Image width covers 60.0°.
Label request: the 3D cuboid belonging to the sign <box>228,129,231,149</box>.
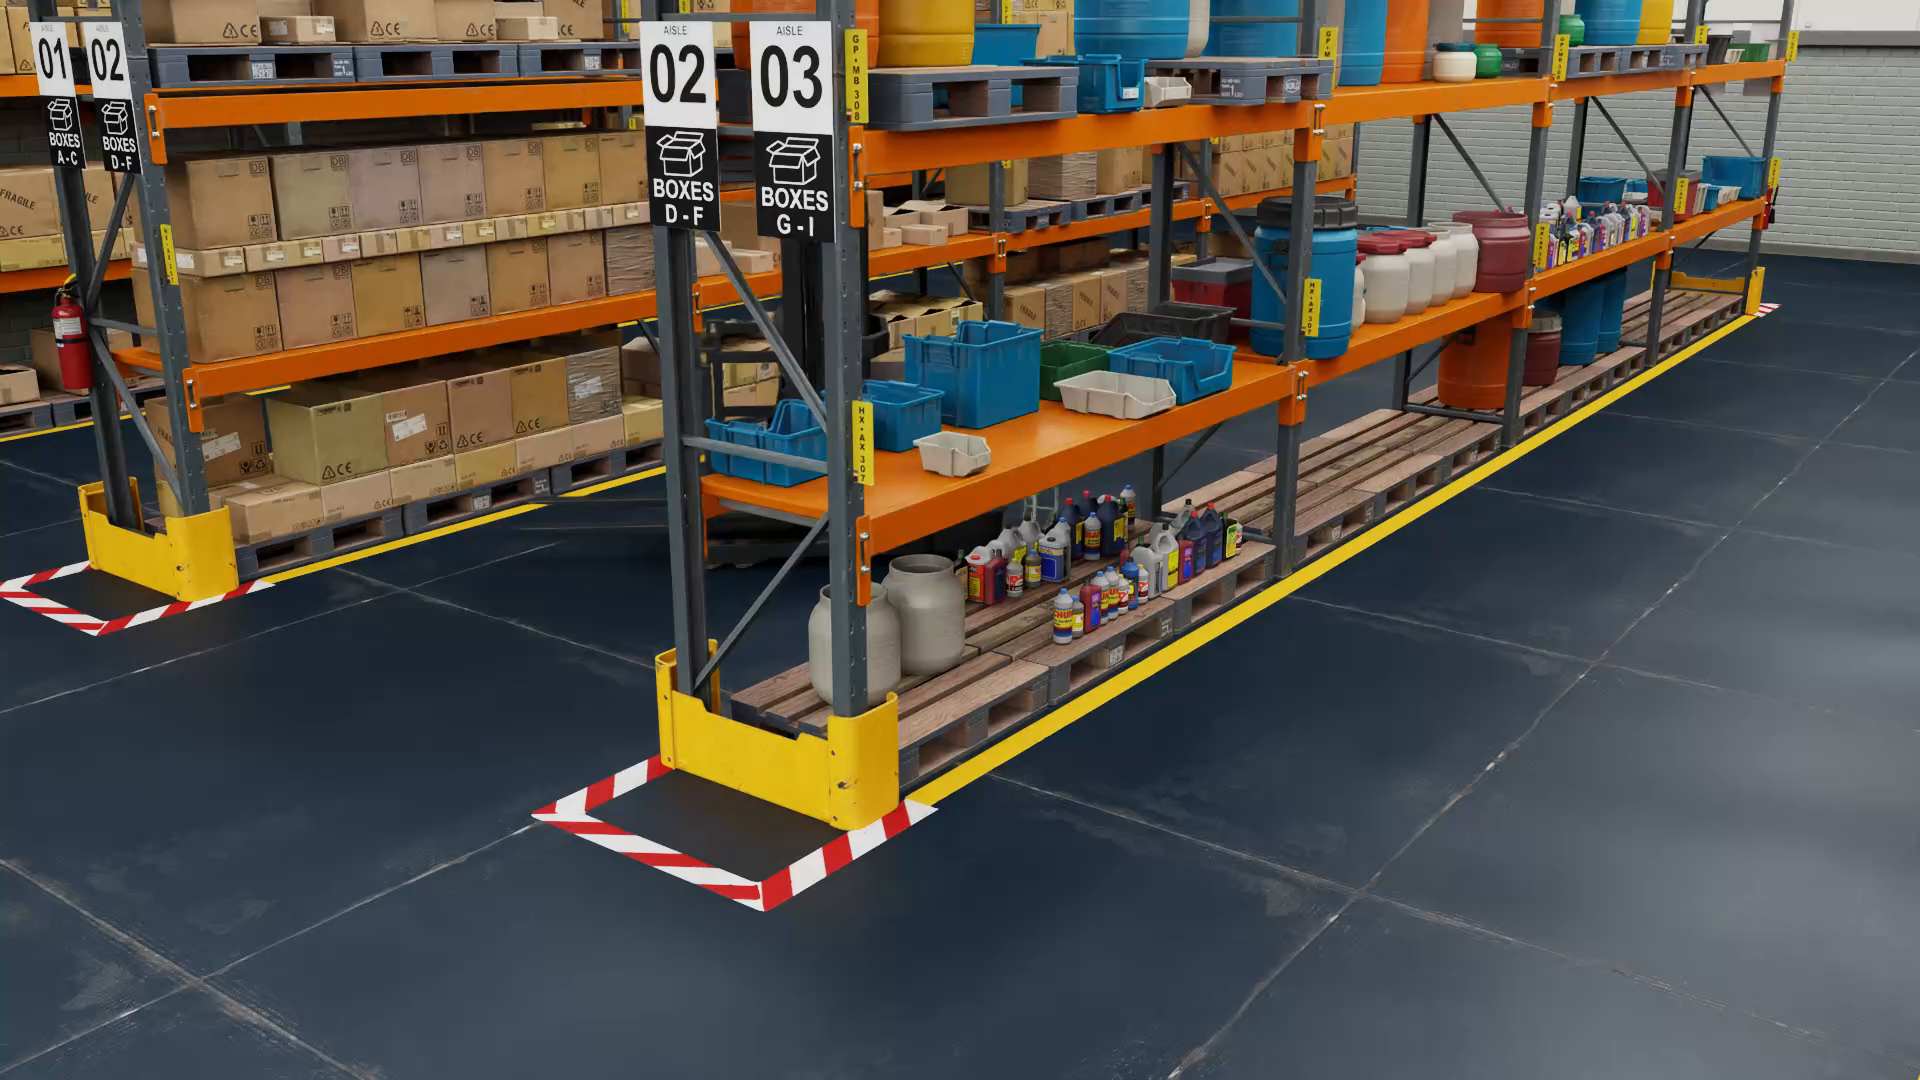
[{"bbox_3d":[-6.835,-3.694,15.629,0.100,0.325,0.005,12,21,35],"label":"sign"}]

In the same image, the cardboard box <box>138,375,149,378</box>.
[{"bbox_3d":[-7.356,-1.515,14.630,0.380,0.149,0.250,10,20,30],"label":"cardboard box"}]

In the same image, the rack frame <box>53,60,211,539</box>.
[{"bbox_3d":[-4.790,-1.217,9.604,1.000,3.000,0.127,12,21,35],"label":"rack frame"}]

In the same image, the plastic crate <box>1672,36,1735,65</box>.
[{"bbox_3d":[7.297,-4.816,16.358,0.497,0.269,0.590,12,21,35],"label":"plastic crate"}]

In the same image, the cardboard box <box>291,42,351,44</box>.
[{"bbox_3d":[-5.997,-4.841,15.340,0.500,0.500,0.500,16,24,42],"label":"cardboard box"}]

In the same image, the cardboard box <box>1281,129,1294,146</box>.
[{"bbox_3d":[3.788,-5.031,20.033,0.500,0.500,0.500,13,22,36],"label":"cardboard box"}]

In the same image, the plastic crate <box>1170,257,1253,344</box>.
[{"bbox_3d":[1.612,-1.493,10.387,0.402,0.464,0.583,12,21,35],"label":"plastic crate"}]

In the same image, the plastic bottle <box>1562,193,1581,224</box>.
[{"bbox_3d":[5.842,-3.139,15.877,0.144,0.351,0.185,12,21,35],"label":"plastic bottle"}]

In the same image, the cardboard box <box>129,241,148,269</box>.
[{"bbox_3d":[-4.715,-1.699,9.895,0.380,0.149,0.250,12,21,34],"label":"cardboard box"}]

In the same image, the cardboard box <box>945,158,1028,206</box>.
[{"bbox_3d":[0.262,-3.540,16.210,0.700,0.500,0.500,5,18,16],"label":"cardboard box"}]

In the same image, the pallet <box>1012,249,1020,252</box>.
[{"bbox_3d":[0.350,-4.366,24.448,1.003,0.211,1.213,12,21,35],"label":"pallet"}]

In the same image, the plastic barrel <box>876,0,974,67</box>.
[{"bbox_3d":[-0.236,-2.358,7.194,0.600,0.588,0.600,0,17,0],"label":"plastic barrel"}]

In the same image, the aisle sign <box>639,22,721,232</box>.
[{"bbox_3d":[-1.095,-1.617,6.511,0.394,0.787,0.004,12,21,35],"label":"aisle sign"}]

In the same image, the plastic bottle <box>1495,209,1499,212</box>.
[{"bbox_3d":[4.661,-2.697,14.454,0.144,0.351,0.185,12,21,35],"label":"plastic bottle"}]

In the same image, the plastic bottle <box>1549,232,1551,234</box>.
[{"bbox_3d":[4.788,-2.374,13.548,0.097,0.271,0.097,0,17,0],"label":"plastic bottle"}]

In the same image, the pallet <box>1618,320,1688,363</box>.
[{"bbox_3d":[6.743,-2.049,16.986,1.003,0.211,1.213,12,21,35],"label":"pallet"}]

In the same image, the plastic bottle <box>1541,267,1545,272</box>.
[{"bbox_3d":[4.620,-2.243,13.244,0.097,0.201,0.097,0,17,0],"label":"plastic bottle"}]

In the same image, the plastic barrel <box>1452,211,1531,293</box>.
[{"bbox_3d":[3.920,-2.147,12.370,0.600,0.536,0.708,12,21,35],"label":"plastic barrel"}]

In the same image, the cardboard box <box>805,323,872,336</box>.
[{"bbox_3d":[-1.045,-1.746,14.290,0.500,0.311,0.500,13,22,36],"label":"cardboard box"}]

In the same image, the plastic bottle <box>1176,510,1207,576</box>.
[{"bbox_3d":[1.303,0.012,9.373,0.144,0.351,0.185,11,20,32],"label":"plastic bottle"}]

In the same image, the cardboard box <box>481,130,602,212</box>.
[{"bbox_3d":[-2.966,-2.609,11.733,0.700,0.500,0.500,12,21,35],"label":"cardboard box"}]

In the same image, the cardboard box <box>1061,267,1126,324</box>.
[{"bbox_3d":[1.395,-2.566,17.422,0.500,0.500,0.500,12,21,33],"label":"cardboard box"}]

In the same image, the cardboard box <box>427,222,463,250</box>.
[{"bbox_3d":[-3.466,-1.996,10.850,0.380,0.149,0.250,13,21,35],"label":"cardboard box"}]

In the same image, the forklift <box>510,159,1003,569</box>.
[{"bbox_3d":[-1.278,-1.386,10.266,3.031,2.935,1.130,-1,17,-4],"label":"forklift"}]

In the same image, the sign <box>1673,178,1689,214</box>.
[{"bbox_3d":[6.777,-3.233,15.631,0.100,0.325,0.005,12,21,35],"label":"sign"}]

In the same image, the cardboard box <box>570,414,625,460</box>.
[{"bbox_3d":[-2.813,-0.791,12.160,0.500,0.250,0.500,12,21,35],"label":"cardboard box"}]

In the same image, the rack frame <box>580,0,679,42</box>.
[{"bbox_3d":[-2.406,-5.035,11.782,1.000,3.000,0.127,12,21,35],"label":"rack frame"}]

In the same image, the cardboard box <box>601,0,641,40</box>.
[{"bbox_3d":[-3.766,-5.811,18.429,0.700,0.500,0.500,11,20,30],"label":"cardboard box"}]

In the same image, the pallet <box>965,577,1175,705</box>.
[{"bbox_3d":[0.410,0.483,8.833,1.003,0.211,1.213,12,21,35],"label":"pallet"}]

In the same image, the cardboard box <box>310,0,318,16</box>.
[{"bbox_3d":[-3.984,-3.327,10.549,0.500,0.311,0.500,16,23,41],"label":"cardboard box"}]

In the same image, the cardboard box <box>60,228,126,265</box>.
[{"bbox_3d":[-7.315,-2.456,13.813,0.500,0.250,0.500,13,21,35],"label":"cardboard box"}]

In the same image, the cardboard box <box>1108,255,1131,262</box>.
[{"bbox_3d":[1.568,-2.890,18.466,0.500,0.500,0.500,13,21,35],"label":"cardboard box"}]

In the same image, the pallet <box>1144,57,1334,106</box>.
[{"bbox_3d":[1.218,-2.447,8.825,1.213,0.211,1.003,12,21,35],"label":"pallet"}]

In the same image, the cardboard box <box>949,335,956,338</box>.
[{"bbox_3d":[-0.140,-1.841,15.543,0.500,0.250,0.500,13,21,36],"label":"cardboard box"}]

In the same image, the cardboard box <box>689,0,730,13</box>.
[{"bbox_3d":[-2.007,-4.229,12.527,0.500,0.500,0.500,13,21,35],"label":"cardboard box"}]

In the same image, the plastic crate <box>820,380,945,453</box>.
[{"bbox_3d":[-0.364,-0.595,7.854,0.499,0.251,0.408,12,21,35],"label":"plastic crate"}]

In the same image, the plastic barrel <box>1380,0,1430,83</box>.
[{"bbox_3d":[2.900,-3.571,11.402,0.600,0.830,0.708,12,21,35],"label":"plastic barrel"}]

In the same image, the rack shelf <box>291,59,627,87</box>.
[{"bbox_3d":[-5.195,-4.609,16.684,1.077,0.370,4.000,12,21,35],"label":"rack shelf"}]

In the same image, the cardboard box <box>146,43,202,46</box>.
[{"bbox_3d":[-6.801,-4.252,14.117,0.500,0.500,0.500,10,20,30],"label":"cardboard box"}]

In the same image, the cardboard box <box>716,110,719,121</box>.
[{"bbox_3d":[-2.911,-4.865,19.383,0.500,0.250,0.500,13,21,35],"label":"cardboard box"}]

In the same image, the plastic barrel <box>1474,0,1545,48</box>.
[{"bbox_3d":[4.294,-4.219,12.781,0.600,0.830,0.708,12,21,35],"label":"plastic barrel"}]

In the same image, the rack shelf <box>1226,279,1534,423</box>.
[{"bbox_3d":[2.761,-1.426,11.491,1.077,0.370,4.000,12,21,35],"label":"rack shelf"}]

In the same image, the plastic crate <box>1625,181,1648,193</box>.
[{"bbox_3d":[7.345,-3.714,17.828,0.416,0.233,0.300,12,21,35],"label":"plastic crate"}]

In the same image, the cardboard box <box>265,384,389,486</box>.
[{"bbox_3d":[-3.995,-0.670,10.508,0.500,0.500,0.500,12,21,35],"label":"cardboard box"}]

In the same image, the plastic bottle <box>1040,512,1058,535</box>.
[{"bbox_3d":[0.511,-0.010,9.558,0.061,0.283,0.133,14,22,37],"label":"plastic bottle"}]

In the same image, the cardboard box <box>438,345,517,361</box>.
[{"bbox_3d":[-3.530,-1.122,11.962,0.500,0.500,0.500,12,21,35],"label":"cardboard box"}]

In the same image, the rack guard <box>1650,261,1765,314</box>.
[{"bbox_3d":[8.724,-2.966,19.451,1.175,0.500,0.348,12,21,35],"label":"rack guard"}]

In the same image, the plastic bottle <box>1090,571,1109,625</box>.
[{"bbox_3d":[0.721,0.294,8.598,0.097,0.271,0.097,0,17,0],"label":"plastic bottle"}]

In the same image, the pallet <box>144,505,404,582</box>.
[{"bbox_3d":[-4.368,-0.075,10.628,1.003,0.211,1.213,12,21,35],"label":"pallet"}]

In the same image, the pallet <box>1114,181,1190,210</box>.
[{"bbox_3d":[1.797,-3.812,18.286,1.003,0.211,1.213,12,21,35],"label":"pallet"}]

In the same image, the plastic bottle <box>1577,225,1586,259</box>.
[{"bbox_3d":[5.196,-2.503,13.944,0.061,0.283,0.133,12,21,35],"label":"plastic bottle"}]

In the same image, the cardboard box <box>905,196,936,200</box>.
[{"bbox_3d":[-0.565,-4.737,23.353,0.380,0.149,0.250,12,21,34],"label":"cardboard box"}]

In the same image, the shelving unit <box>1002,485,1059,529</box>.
[{"bbox_3d":[0.458,-0.642,10.789,0.258,1.200,0.503,6,18,19],"label":"shelving unit"}]

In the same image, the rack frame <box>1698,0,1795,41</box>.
[{"bbox_3d":[8.720,-7.016,18.165,1.000,3.000,0.127,12,21,35],"label":"rack frame"}]

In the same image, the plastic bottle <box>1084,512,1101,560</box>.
[{"bbox_3d":[0.766,-0.026,9.627,0.097,0.271,0.097,0,17,0],"label":"plastic bottle"}]

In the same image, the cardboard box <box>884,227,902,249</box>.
[{"bbox_3d":[-0.737,-2.689,14.767,0.380,0.149,0.250,14,22,39],"label":"cardboard box"}]

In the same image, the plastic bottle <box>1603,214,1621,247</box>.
[{"bbox_3d":[5.763,-2.749,14.748,0.152,0.276,0.135,12,21,35],"label":"plastic bottle"}]
